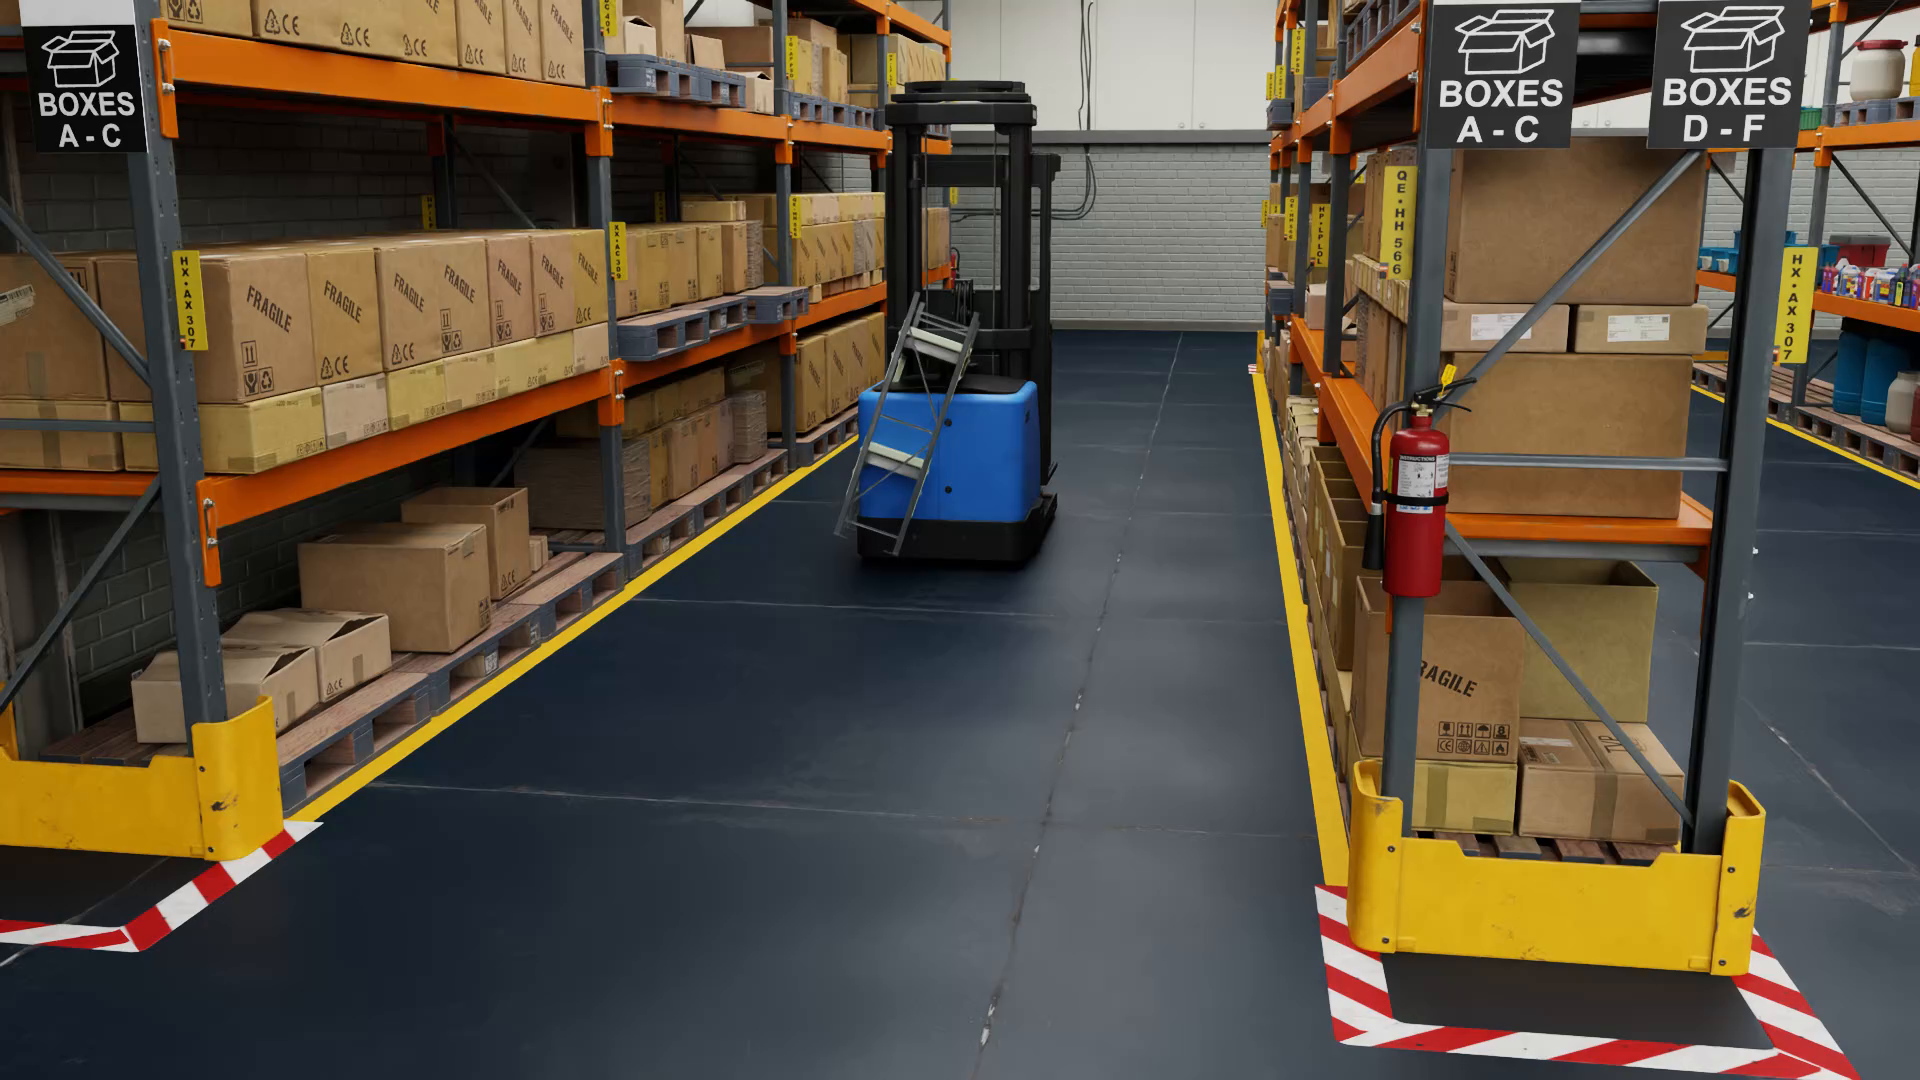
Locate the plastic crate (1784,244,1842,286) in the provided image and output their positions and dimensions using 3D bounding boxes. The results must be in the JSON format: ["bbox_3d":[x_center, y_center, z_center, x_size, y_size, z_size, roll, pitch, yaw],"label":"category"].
[{"bbox_3d":[8.293,-2.690,16.252,0.392,0.384,0.575,2,12,9],"label":"plastic crate"}]

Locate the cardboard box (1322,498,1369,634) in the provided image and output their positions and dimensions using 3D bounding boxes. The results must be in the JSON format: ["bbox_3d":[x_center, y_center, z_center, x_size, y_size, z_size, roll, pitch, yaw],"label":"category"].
[{"bbox_3d":[1.824,0.115,7.091,0.500,0.500,0.500,2,12,9],"label":"cardboard box"}]

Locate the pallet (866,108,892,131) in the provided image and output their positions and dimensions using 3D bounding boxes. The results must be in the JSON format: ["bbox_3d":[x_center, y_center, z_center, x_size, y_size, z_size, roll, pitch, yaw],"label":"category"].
[{"bbox_3d":[-1.095,-4.474,17.726,1.003,0.211,1.213,2,12,9],"label":"pallet"}]

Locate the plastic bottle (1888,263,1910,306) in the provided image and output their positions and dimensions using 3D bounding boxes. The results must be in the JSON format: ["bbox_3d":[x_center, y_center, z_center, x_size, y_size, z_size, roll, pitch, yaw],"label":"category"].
[{"bbox_3d":[7.874,-2.138,13.909,0.144,0.351,0.185,2,12,9],"label":"plastic bottle"}]

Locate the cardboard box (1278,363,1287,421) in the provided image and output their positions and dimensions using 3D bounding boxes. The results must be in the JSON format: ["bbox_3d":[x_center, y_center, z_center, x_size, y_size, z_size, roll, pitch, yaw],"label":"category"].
[{"bbox_3d":[3.115,-1.302,14.802,0.500,0.500,0.500,1,12,7],"label":"cardboard box"}]

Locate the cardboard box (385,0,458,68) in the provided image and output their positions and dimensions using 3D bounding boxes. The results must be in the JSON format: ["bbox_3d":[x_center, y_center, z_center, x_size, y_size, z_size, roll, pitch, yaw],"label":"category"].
[{"bbox_3d":[-2.523,-2.301,7.145,0.500,0.500,0.500,3,12,12],"label":"cardboard box"}]

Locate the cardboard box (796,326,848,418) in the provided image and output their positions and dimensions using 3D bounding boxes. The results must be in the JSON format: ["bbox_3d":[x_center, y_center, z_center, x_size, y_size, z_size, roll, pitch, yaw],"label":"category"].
[{"bbox_3d":[-1.463,-1.534,15.098,0.750,0.750,0.750,2,12,8],"label":"cardboard box"}]

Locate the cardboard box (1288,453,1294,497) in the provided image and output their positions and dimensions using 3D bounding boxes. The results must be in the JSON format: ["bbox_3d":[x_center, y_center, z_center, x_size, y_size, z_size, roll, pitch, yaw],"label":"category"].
[{"bbox_3d":[2.528,-0.438,11.434,0.500,0.250,0.500,2,12,7],"label":"cardboard box"}]

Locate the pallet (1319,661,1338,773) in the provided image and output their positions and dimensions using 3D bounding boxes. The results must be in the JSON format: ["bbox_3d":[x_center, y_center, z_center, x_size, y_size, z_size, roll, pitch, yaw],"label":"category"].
[{"bbox_3d":[2.085,0.726,7.125,1.003,0.211,1.213,2,12,9],"label":"pallet"}]

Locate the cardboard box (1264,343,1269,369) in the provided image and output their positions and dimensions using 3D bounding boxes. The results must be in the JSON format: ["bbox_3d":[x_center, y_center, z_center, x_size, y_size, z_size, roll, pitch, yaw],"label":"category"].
[{"bbox_3d":[3.762,-2.113,19.161,0.500,0.250,0.500,2,12,9],"label":"cardboard box"}]

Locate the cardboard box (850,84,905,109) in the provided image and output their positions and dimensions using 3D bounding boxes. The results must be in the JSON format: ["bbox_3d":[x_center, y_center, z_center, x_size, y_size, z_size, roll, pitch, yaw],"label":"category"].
[{"bbox_3d":[-0.865,-4.664,17.516,0.500,0.250,0.500,2,12,8],"label":"cardboard box"}]

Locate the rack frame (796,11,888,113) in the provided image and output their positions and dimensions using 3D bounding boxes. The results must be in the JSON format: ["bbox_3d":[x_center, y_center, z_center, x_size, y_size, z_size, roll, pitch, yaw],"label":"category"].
[{"bbox_3d":[-1.231,-5.814,16.611,1.000,3.000,0.127,2,12,9],"label":"rack frame"}]

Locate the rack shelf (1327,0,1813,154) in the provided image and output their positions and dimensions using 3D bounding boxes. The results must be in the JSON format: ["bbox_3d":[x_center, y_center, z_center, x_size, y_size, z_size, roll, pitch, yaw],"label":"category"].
[{"bbox_3d":[2.126,-1.755,6.603,1.077,0.370,4.000,2,12,9],"label":"rack shelf"}]

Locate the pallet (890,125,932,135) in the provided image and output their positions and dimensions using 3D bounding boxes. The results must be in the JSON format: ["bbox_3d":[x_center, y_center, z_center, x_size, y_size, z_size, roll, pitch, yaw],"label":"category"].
[{"bbox_3d":[-0.905,-4.728,18.901,1.003,0.211,1.213,2,12,9],"label":"pallet"}]

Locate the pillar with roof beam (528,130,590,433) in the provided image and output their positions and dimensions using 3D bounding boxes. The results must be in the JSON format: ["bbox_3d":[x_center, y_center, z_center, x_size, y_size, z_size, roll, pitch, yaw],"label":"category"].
[{"bbox_3d":[1.353,-4.599,10.975,9.100,9.000,0.400,2,12,9],"label":"pillar with roof beam"}]

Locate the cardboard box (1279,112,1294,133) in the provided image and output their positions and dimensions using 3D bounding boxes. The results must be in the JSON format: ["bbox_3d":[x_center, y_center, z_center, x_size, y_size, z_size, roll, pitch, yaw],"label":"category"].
[{"bbox_3d":[3.476,-4.225,16.712,0.500,0.250,0.500,2,12,9],"label":"cardboard box"}]

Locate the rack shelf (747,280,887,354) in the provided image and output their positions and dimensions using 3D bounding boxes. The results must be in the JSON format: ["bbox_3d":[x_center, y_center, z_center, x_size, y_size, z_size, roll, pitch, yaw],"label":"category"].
[{"bbox_3d":[-1.539,-2.113,15.387,1.077,0.370,4.000,2,12,9],"label":"rack shelf"}]

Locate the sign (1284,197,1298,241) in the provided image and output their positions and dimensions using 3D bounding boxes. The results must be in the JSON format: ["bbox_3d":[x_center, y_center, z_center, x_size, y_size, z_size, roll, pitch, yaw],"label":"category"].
[{"bbox_3d":[2.511,-2.432,12.597,0.100,0.325,0.005,2,12,9],"label":"sign"}]

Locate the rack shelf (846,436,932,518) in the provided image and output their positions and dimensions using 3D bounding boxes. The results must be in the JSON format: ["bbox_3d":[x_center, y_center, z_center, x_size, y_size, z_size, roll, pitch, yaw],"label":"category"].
[{"bbox_3d":[-0.413,-0.392,10.128,0.431,0.370,0.720,19,4,0],"label":"rack shelf"}]

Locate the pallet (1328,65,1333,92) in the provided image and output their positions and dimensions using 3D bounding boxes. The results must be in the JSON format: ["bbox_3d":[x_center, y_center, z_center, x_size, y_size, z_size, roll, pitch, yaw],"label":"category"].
[{"bbox_3d":[2.864,-2.886,10.593,1.003,0.211,1.213,2,12,11],"label":"pallet"}]

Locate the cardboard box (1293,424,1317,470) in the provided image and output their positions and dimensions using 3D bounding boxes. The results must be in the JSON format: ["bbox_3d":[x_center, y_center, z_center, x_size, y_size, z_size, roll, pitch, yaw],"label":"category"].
[{"bbox_3d":[2.447,-0.602,10.866,0.500,0.311,0.500,2,12,8],"label":"cardboard box"}]

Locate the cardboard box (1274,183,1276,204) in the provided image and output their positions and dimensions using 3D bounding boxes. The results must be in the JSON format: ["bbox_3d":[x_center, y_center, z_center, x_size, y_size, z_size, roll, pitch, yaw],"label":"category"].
[{"bbox_3d":[3.640,-3.585,17.896,0.500,0.500,0.500,2,12,9],"label":"cardboard box"}]

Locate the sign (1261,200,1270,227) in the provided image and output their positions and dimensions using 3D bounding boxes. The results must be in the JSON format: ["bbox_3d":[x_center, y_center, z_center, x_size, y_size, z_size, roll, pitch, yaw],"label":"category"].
[{"bbox_3d":[3.743,-3.995,20.356,0.100,0.325,0.005,2,12,9],"label":"sign"}]

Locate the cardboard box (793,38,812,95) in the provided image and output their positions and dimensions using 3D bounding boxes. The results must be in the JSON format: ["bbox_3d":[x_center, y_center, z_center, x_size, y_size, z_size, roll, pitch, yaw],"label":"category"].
[{"bbox_3d":[-1.701,-4.109,14.536,0.700,0.500,0.500,3,12,12],"label":"cardboard box"}]

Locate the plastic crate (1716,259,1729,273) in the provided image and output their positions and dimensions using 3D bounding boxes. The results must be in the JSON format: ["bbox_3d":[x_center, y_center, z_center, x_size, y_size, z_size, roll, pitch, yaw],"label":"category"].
[{"bbox_3d":[8.574,-3.047,18.498,0.250,0.136,0.298,2,12,9],"label":"plastic crate"}]

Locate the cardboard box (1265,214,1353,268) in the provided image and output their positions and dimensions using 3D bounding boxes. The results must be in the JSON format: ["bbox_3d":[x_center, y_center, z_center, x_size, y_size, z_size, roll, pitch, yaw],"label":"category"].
[{"bbox_3d":[3.370,-2.884,16.024,0.700,0.500,0.500,-2,12,-10],"label":"cardboard box"}]

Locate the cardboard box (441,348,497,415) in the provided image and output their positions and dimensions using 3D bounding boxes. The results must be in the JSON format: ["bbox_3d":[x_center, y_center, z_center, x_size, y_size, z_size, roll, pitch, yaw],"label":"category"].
[{"bbox_3d":[-2.458,-0.731,7.573,0.500,0.250,0.500,2,12,9],"label":"cardboard box"}]

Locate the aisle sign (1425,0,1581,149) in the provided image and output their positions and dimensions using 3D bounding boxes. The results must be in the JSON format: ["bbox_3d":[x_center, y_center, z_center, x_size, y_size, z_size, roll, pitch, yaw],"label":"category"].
[{"bbox_3d":[1.518,-1.490,4.618,0.394,0.787,0.004,2,12,9],"label":"aisle sign"}]

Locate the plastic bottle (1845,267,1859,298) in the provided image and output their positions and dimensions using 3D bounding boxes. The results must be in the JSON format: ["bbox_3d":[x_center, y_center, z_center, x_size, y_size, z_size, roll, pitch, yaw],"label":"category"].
[{"bbox_3d":[8.009,-2.314,14.916,0.097,0.271,0.097,0,12,0],"label":"plastic bottle"}]

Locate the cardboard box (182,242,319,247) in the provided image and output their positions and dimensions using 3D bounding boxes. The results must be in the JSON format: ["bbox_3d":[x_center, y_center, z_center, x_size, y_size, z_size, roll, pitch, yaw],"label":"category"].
[{"bbox_3d":[-3.052,-1.004,7.059,0.500,0.500,0.500,2,12,7],"label":"cardboard box"}]

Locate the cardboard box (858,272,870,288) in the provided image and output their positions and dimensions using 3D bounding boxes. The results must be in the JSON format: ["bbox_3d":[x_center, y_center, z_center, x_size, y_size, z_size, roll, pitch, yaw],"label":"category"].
[{"bbox_3d":[-1.086,-2.526,16.144,0.380,0.149,0.250,2,12,9],"label":"cardboard box"}]

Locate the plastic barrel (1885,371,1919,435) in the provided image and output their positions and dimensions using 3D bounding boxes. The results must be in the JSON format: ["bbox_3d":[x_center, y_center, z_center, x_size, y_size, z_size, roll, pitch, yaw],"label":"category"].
[{"bbox_3d":[8.173,-1.175,14.233,0.421,0.512,0.421,0,12,0],"label":"plastic barrel"}]

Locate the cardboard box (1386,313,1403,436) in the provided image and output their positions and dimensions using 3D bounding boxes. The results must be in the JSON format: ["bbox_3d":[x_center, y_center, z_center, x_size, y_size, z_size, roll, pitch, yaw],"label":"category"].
[{"bbox_3d":[2.138,-0.692,6.845,0.700,0.500,0.500,2,12,10],"label":"cardboard box"}]

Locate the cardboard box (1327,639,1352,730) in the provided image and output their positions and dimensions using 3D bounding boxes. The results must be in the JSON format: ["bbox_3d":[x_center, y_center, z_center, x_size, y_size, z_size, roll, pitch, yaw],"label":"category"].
[{"bbox_3d":[1.749,0.585,6.687,0.500,0.250,0.500,2,12,9],"label":"cardboard box"}]

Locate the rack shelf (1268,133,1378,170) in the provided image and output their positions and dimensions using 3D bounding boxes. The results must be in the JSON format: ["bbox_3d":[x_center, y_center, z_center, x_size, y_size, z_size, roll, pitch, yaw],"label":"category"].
[{"bbox_3d":[3.972,-4.253,18.194,1.077,0.370,4.000,2,12,9],"label":"rack shelf"}]

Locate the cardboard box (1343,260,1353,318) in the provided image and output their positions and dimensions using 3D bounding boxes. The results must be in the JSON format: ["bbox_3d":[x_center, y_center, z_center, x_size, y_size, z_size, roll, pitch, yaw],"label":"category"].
[{"bbox_3d":[2.807,-1.588,11.005,0.500,0.500,0.500,1,12,6],"label":"cardboard box"}]

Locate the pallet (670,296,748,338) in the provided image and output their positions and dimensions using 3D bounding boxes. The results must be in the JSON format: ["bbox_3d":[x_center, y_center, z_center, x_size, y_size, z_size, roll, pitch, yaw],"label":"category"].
[{"bbox_3d":[-2.110,-1.542,11.482,1.003,0.211,1.213,2,12,9],"label":"pallet"}]

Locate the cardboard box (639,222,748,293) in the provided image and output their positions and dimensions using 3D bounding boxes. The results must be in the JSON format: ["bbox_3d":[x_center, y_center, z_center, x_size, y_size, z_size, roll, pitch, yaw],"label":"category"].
[{"bbox_3d":[-1.968,-2.097,12.324,0.700,0.500,0.500,1,12,3],"label":"cardboard box"}]

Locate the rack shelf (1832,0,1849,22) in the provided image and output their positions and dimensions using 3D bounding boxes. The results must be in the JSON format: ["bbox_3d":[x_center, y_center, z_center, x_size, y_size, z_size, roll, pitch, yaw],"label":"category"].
[{"bbox_3d":[8.250,-4.530,13.308,1.077,0.370,4.000,2,12,9],"label":"rack shelf"}]

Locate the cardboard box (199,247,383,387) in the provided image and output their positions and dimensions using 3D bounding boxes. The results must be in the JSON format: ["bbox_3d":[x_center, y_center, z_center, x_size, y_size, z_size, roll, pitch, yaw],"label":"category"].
[{"bbox_3d":[-2.621,-0.879,6.479,0.500,0.500,0.500,2,12,9],"label":"cardboard box"}]

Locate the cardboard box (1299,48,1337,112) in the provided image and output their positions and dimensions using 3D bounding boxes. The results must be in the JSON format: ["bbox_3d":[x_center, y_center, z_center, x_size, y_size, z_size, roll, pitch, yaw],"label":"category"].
[{"bbox_3d":[3.083,-3.496,12.739,0.910,0.500,0.500,2,12,9],"label":"cardboard box"}]

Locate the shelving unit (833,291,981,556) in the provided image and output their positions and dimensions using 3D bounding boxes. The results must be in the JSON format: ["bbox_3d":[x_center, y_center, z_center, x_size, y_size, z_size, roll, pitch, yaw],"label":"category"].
[{"bbox_3d":[-0.308,-0.700,10.107,0.431,1.500,0.755,19,4,0],"label":"shelving unit"}]

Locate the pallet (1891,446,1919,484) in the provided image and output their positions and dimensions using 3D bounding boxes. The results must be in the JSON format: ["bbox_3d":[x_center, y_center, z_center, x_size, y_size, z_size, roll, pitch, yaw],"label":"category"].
[{"bbox_3d":[8.023,-0.530,12.952,1.003,0.211,1.213,2,12,9],"label":"pallet"}]

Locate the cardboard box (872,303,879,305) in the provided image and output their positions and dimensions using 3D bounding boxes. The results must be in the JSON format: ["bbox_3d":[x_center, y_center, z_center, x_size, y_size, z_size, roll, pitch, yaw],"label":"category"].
[{"bbox_3d":[-0.880,-2.793,20.228,0.380,0.149,0.250,2,12,9],"label":"cardboard box"}]

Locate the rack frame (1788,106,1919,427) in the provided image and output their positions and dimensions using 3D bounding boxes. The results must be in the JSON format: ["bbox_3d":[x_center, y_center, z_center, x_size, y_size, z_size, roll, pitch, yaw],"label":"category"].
[{"bbox_3d":[8.558,-2.560,15.754,1.000,3.000,0.127,2,12,9],"label":"rack frame"}]

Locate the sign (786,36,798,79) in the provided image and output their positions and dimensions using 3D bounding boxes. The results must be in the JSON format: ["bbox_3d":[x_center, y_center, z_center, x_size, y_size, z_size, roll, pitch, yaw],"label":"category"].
[{"bbox_3d":[-1.311,-3.750,12.926,0.100,0.325,0.005,2,12,9],"label":"sign"}]

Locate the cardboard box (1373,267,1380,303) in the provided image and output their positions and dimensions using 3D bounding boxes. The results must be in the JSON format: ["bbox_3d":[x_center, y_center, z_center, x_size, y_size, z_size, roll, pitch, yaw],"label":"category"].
[{"bbox_3d":[2.007,-1.104,7.220,0.380,0.149,0.250,2,12,7],"label":"cardboard box"}]

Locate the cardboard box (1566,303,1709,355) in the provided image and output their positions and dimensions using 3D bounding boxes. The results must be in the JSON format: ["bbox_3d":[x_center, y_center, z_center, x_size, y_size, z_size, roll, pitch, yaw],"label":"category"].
[{"bbox_3d":[2.092,-0.664,5.179,0.380,0.149,0.250,2,12,8],"label":"cardboard box"}]

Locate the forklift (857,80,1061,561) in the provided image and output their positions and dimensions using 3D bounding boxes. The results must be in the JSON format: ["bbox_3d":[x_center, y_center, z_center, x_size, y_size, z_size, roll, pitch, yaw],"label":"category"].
[{"bbox_3d":[0.092,-1.564,11.294,1.130,2.935,3.031,2,12,8],"label":"forklift"}]

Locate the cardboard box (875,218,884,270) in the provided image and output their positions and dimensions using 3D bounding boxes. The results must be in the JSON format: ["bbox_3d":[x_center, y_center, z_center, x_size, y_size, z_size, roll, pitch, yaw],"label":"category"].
[{"bbox_3d":[-1.053,-2.981,16.716,0.500,0.500,0.500,2,12,8],"label":"cardboard box"}]

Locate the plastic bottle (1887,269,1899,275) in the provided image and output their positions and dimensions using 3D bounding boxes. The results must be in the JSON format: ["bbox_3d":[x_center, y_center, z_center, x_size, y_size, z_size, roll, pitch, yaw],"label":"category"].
[{"bbox_3d":[8.118,-2.218,14.460,0.152,0.276,0.135,2,12,9],"label":"plastic bottle"}]

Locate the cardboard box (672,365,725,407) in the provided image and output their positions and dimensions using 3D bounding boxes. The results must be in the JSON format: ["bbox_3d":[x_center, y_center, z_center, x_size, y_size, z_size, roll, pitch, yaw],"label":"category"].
[{"bbox_3d":[-2.055,-1.140,12.273,0.500,0.250,0.500,2,12,10],"label":"cardboard box"}]

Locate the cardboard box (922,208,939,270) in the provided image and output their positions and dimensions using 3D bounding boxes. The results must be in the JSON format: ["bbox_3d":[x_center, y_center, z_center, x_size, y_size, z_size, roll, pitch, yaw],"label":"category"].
[{"bbox_3d":[-0.786,-3.602,19.877,0.980,0.700,0.700,2,12,8],"label":"cardboard box"}]
